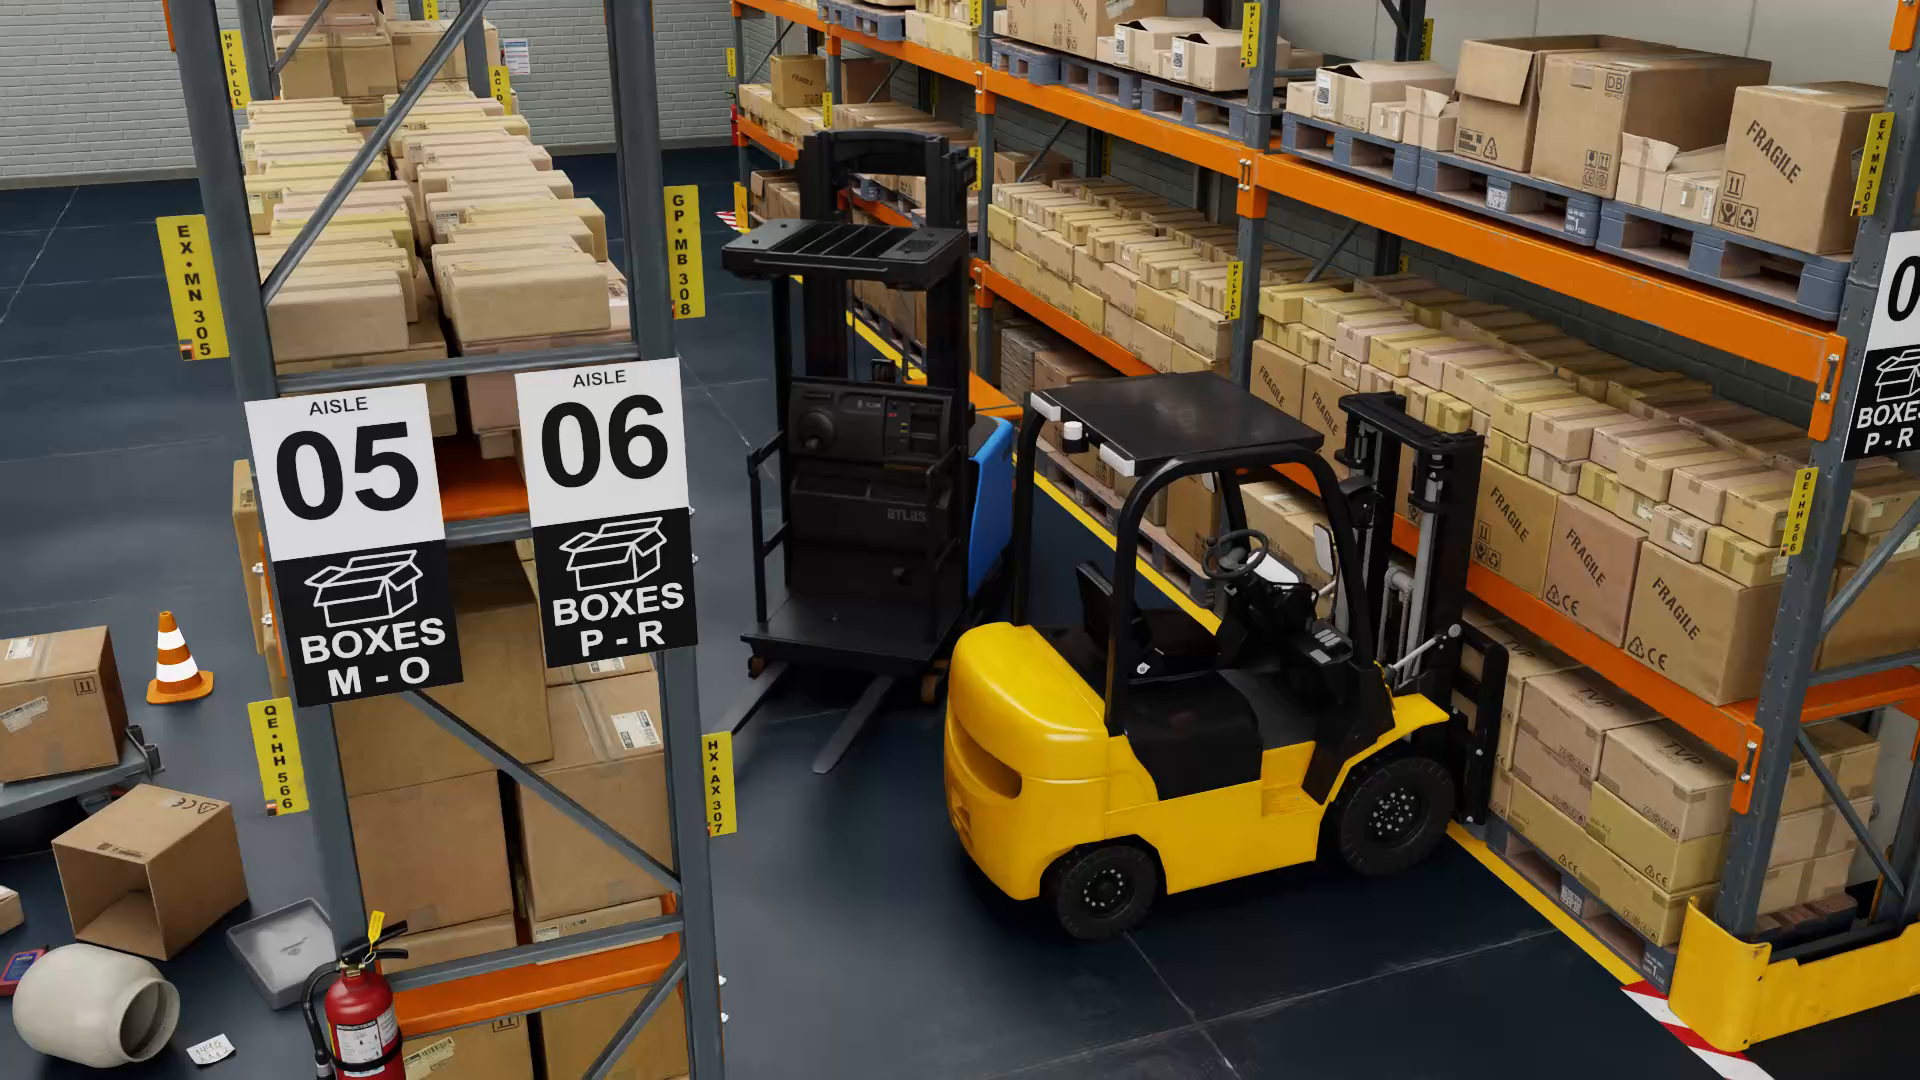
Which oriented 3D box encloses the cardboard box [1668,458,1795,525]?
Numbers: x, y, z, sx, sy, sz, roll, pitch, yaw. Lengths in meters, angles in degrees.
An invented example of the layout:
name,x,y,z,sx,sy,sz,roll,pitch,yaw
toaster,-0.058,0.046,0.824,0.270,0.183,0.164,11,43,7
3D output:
name,x,y,z,sx,sy,sz,roll,pitch,yaw
cardboard box,3.013,-0.193,6.498,0.380,0.149,0.250,-8,24,-19

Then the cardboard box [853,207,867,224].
name,x,y,z,sx,sy,sz,roll,pitch,yaw
cardboard box,-0.851,-3.203,16.447,0.380,0.149,0.250,-9,24,-20

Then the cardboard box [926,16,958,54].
name,x,y,z,sx,sy,sz,roll,pitch,yaw
cardboard box,0.041,-4.080,13.398,0.500,0.250,0.500,-8,24,-19

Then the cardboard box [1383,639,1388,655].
name,x,y,z,sx,sy,sz,roll,pitch,yaw
cardboard box,2.446,0.635,8.238,0.500,0.250,0.500,-8,24,-19

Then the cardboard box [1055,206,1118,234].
name,x,y,z,sx,sy,sz,roll,pitch,yaw
cardboard box,0.895,-2.252,11.768,0.380,0.149,0.250,-8,24,-18

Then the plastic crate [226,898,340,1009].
name,x,y,z,sx,sy,sz,roll,pitch,yaw
plastic crate,-2.815,1.733,7.034,0.402,0.080,0.583,-18,29,-37

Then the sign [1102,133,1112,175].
name,x,y,z,sx,sy,sz,roll,pitch,yaw
sign,1.145,-3.042,13.114,0.100,0.325,0.005,-8,24,-19

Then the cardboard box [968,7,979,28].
name,x,y,z,sx,sy,sz,roll,pitch,yaw
cardboard box,0.277,-4.023,12.751,0.380,0.149,0.250,-8,24,-18

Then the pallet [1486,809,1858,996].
name,x,y,z,sx,sy,sz,roll,pitch,yaw
pallet,3.144,1.489,7.446,1.003,0.211,1.213,-8,24,-19

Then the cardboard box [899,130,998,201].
name,x,y,z,sx,sy,sz,roll,pitch,yaw
cardboard box,-0.122,-3.240,14.400,0.797,0.503,0.637,-9,24,-20

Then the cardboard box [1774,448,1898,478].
name,x,y,z,sx,sy,sz,roll,pitch,yaw
cardboard box,3.499,-0.263,6.664,0.380,0.149,0.250,-7,24,-17

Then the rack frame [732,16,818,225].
name,x,y,z,sx,sy,sz,roll,pitch,yaw
rack frame,-2.199,-5.338,20.052,1.000,3.000,0.127,-8,24,-19

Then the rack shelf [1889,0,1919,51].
name,x,y,z,sx,sy,sz,roll,pitch,yaw
rack shelf,2.747,-2.499,7.035,1.077,0.370,4.000,-8,24,-19

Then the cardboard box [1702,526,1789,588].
name,x,y,z,sx,sy,sz,roll,pitch,yaw
cardboard box,3.069,0.044,6.321,0.380,0.149,0.250,-8,24,-18

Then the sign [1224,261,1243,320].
name,x,y,z,sx,sy,sz,roll,pitch,yaw
sign,1.536,-1.396,9.312,0.100,0.325,0.005,-8,24,-19

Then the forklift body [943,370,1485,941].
name,x,y,z,sx,sy,sz,roll,pitch,yaw
forklift body,1.077,0.428,7.464,2.313,2.155,1.214,-8,24,-19

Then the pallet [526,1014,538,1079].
name,x,y,z,sx,sy,sz,roll,pitch,yaw
pallet,-1.470,2.116,5.958,1.003,0.211,1.213,-8,24,-19

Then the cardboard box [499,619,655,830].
name,x,y,z,sx,sy,sz,roll,pitch,yaw
cardboard box,-1.283,0.577,5.506,0.500,0.500,0.500,-8,24,-17

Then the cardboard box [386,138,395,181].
name,x,y,z,sx,sy,sz,roll,pitch,yaw
cardboard box,-2.194,-1.621,7.182,0.500,0.250,0.500,-9,24,-19

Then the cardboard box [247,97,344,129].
name,x,y,z,sx,sy,sz,roll,pitch,yaw
cardboard box,-2.796,-1.770,7.021,0.380,0.149,0.250,-9,24,-20

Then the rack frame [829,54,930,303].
name,x,y,z,sx,sy,sz,roll,pitch,yaw
rack frame,-0.786,-3.884,16.603,1.000,3.000,0.127,-8,24,-19

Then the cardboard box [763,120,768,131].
name,x,y,z,sx,sy,sz,roll,pitch,yaw
cardboard box,-2.049,-4.788,19.070,0.380,0.149,0.250,-8,24,-17

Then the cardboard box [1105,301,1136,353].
name,x,y,z,sx,sy,sz,roll,pitch,yaw
cardboard box,1.288,-1.422,10.955,0.500,0.250,0.500,-8,24,-19

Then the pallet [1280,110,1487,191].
name,x,y,z,sx,sy,sz,roll,pitch,yaw
pallet,2.366,-2.012,8.414,1.003,0.211,1.213,-8,24,-19

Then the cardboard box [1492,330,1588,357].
name,x,y,z,sx,sy,sz,roll,pitch,yaw
cardboard box,2.858,-0.915,8.212,0.380,0.149,0.250,-9,24,-20

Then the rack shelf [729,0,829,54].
name,x,y,z,sx,sy,sz,roll,pitch,yaw
rack shelf,-1.492,-5.662,17.885,1.077,0.370,4.000,-8,24,-19

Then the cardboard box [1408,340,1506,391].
name,x,y,z,sx,sy,sz,roll,pitch,yaw
cardboard box,2.405,-0.846,8.047,0.380,0.149,0.250,-8,24,-19

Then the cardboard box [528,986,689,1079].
name,x,y,z,sx,sy,sz,roll,pitch,yaw
cardboard box,-1.224,1.547,5.752,0.500,0.500,0.500,-9,25,-21

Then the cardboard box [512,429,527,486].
name,x,y,z,sx,sy,sz,roll,pitch,yaw
cardboard box,-1.002,-0.273,4.497,0.380,0.149,0.250,-8,24,-19

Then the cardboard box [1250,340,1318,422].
name,x,y,z,sx,sy,sz,roll,pitch,yaw
cardboard box,1.953,-0.826,9.220,0.500,0.500,0.500,-9,24,-20

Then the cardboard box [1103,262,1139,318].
name,x,y,z,sx,sy,sz,roll,pitch,yaw
cardboard box,1.264,-1.654,10.863,0.500,0.250,0.500,-8,24,-18

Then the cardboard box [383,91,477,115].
name,x,y,z,sx,sy,sz,roll,pitch,yaw
cardboard box,-2.286,-1.844,7.197,0.380,0.149,0.250,-8,24,-18

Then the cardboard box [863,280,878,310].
name,x,y,z,sx,sy,sz,roll,pitch,yaw
cardboard box,-0.628,-2.527,16.061,0.500,0.500,0.500,-9,24,-20

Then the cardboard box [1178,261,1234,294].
name,x,y,z,sx,sy,sz,roll,pitch,yaw
cardboard box,1.567,-1.603,10.228,0.380,0.149,0.250,-8,24,-19

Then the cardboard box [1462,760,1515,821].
name,x,y,z,sx,sy,sz,roll,pitch,yaw
cardboard box,2.657,1.057,7.879,0.500,0.250,0.500,-8,24,-18

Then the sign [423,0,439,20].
name,x,y,z,sx,sy,sz,roll,pitch,yaw
sign,-3.507,-3.443,11.028,0.100,0.325,0.005,-8,24,-19

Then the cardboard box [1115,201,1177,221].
name,x,y,z,sx,sy,sz,roll,pitch,yaw
cardboard box,1.334,-2.318,11.923,0.380,0.149,0.250,-8,24,-19

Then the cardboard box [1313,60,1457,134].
name,x,y,z,sx,sy,sz,roll,pitch,yaw
cardboard box,2.106,-2.222,8.244,0.500,0.311,0.500,-8,24,-18

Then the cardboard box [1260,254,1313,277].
name,x,y,z,sx,sy,sz,roll,pitch,yaw
cardboard box,1.984,-1.675,10.398,0.380,0.149,0.250,-8,24,-19

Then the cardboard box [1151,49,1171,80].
name,x,y,z,sx,sy,sz,roll,pitch,yaw
cardboard box,1.368,-2.841,9.921,0.380,0.149,0.250,-8,24,-19

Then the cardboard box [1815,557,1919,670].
name,x,y,z,sx,sy,sz,roll,pitch,yaw
cardboard box,3.538,0.212,6.756,0.500,0.500,0.500,-8,24,-17

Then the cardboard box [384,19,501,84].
name,x,y,z,sx,sy,sz,roll,pitch,yaw
cardboard box,-2.619,-2.479,8.416,0.500,0.250,0.500,-9,24,-20

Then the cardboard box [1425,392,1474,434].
name,x,y,z,sx,sy,sz,roll,pitch,yaw
cardboard box,2.434,-0.606,7.861,0.380,0.149,0.250,-9,24,-20

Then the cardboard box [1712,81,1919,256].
name,x,y,z,sx,sy,sz,roll,pitch,yaw
cardboard box,3.069,-1.319,5.858,0.500,0.500,0.500,-8,24,-17

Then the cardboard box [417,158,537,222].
name,x,y,z,sx,sy,sz,roll,pitch,yaw
cardboard box,-1.632,-1.190,5.646,0.380,0.149,0.250,-8,24,-18

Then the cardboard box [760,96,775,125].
name,x,y,z,sx,sy,sz,roll,pitch,yaw
cardboard box,-1.930,-4.837,18.674,0.500,0.250,0.500,-9,24,-20

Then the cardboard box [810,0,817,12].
name,x,y,z,sx,sy,sz,roll,pitch,yaw
cardboard box,-1.273,-5.330,16.495,0.380,0.149,0.250,-8,24,-19

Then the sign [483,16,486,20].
name,x,y,z,sx,sy,sz,roll,pitch,yaw
sign,-6.963,-7.384,23.844,0.339,0.242,0.001,-8,24,-19

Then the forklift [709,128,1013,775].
name,x,y,z,sx,sy,sz,roll,pitch,yaw
forklift,-0.556,-0.619,8.944,1.130,2.935,3.031,6,24,15

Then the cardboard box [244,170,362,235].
name,x,y,z,sx,sy,sz,roll,pitch,yaw
cardboard box,-2.158,-1.110,5.457,0.380,0.149,0.250,-8,24,-18

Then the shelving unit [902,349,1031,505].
name,x,y,z,sx,sy,sz,roll,pitch,yaw
shelving unit,0.029,-0.576,11.167,0.538,1.125,1.048,-9,24,-20

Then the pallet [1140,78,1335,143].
name,x,y,z,sx,sy,sz,roll,pitch,yaw
pallet,1.717,-2.590,9.917,0.805,0.209,1.217,-9,25,-21

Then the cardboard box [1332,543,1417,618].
name,x,y,z,sx,sy,sz,roll,pitch,yaw
cardboard box,2.275,0.221,8.577,0.500,0.250,0.500,-7,24,-17

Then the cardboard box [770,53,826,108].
name,x,y,z,sx,sy,sz,roll,pitch,yaw
cardboard box,-1.760,-5.004,18.105,0.500,0.500,0.500,-8,24,-18
